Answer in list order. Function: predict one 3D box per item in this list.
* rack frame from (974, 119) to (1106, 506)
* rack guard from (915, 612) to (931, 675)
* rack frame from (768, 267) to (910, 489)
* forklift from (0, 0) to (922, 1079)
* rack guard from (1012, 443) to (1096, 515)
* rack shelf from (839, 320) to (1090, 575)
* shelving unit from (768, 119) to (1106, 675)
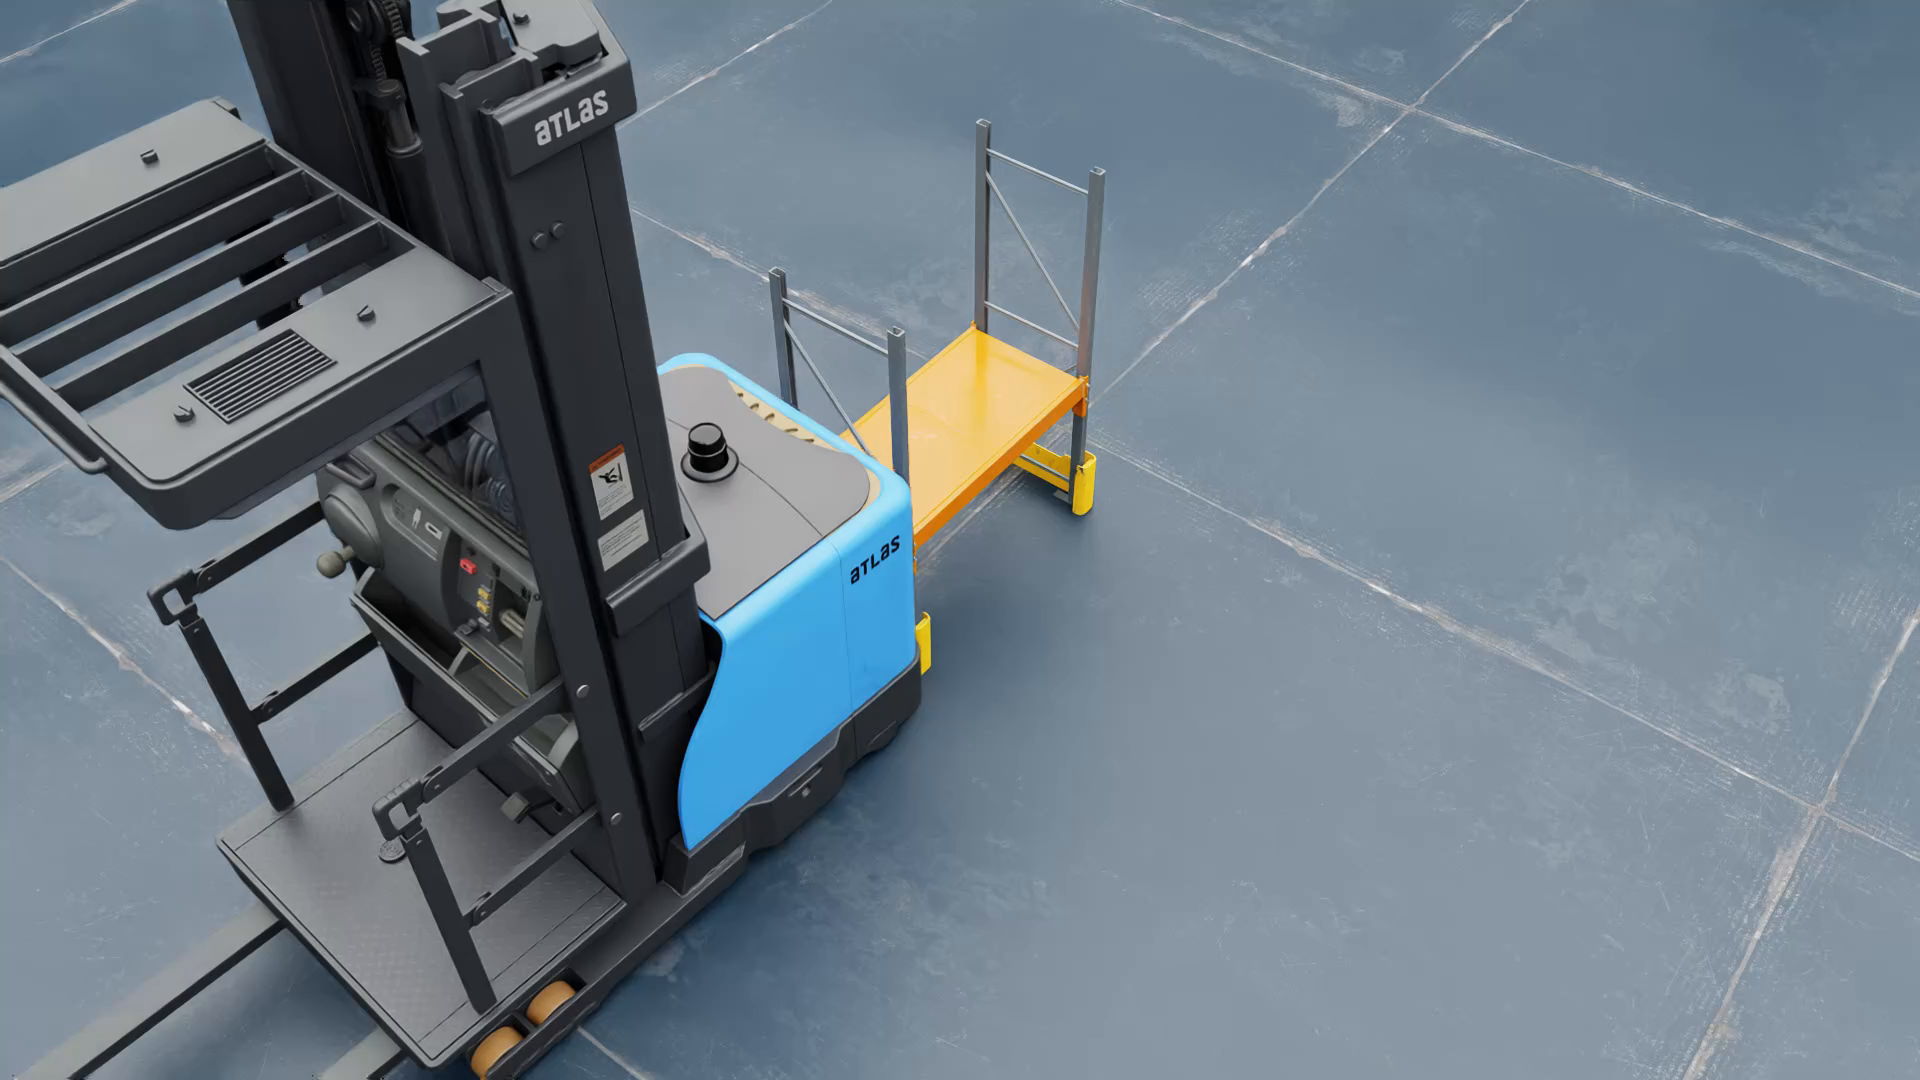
[{"bbox_3d":[0.259,-0.760,5.939,0.500,1.500,0.032,29,53,25],"label":"rack frame"},{"bbox_3d":[-0.351,0.242,5.846,0.587,0.250,0.087,29,53,25],"label":"rack guard"},{"bbox_3d":[-0.363,-0.178,5.383,0.500,1.500,0.032,29,53,25],"label":"rack frame"},{"bbox_3d":[-1.488,0.124,4.105,1.130,2.935,3.031,33,55,27],"label":"forklift"},{"bbox_3d":[0.258,-0.328,6.390,0.587,0.250,0.087,29,53,25],"label":"rack guard"},{"bbox_3d":[-0.052,-0.345,5.791,0.538,0.185,1.000,29,53,25],"label":"rack shelf"},{"bbox_3d":[-0.047,-0.474,5.666,0.587,1.500,1.083,29,53,25],"label":"shelving unit"}]
